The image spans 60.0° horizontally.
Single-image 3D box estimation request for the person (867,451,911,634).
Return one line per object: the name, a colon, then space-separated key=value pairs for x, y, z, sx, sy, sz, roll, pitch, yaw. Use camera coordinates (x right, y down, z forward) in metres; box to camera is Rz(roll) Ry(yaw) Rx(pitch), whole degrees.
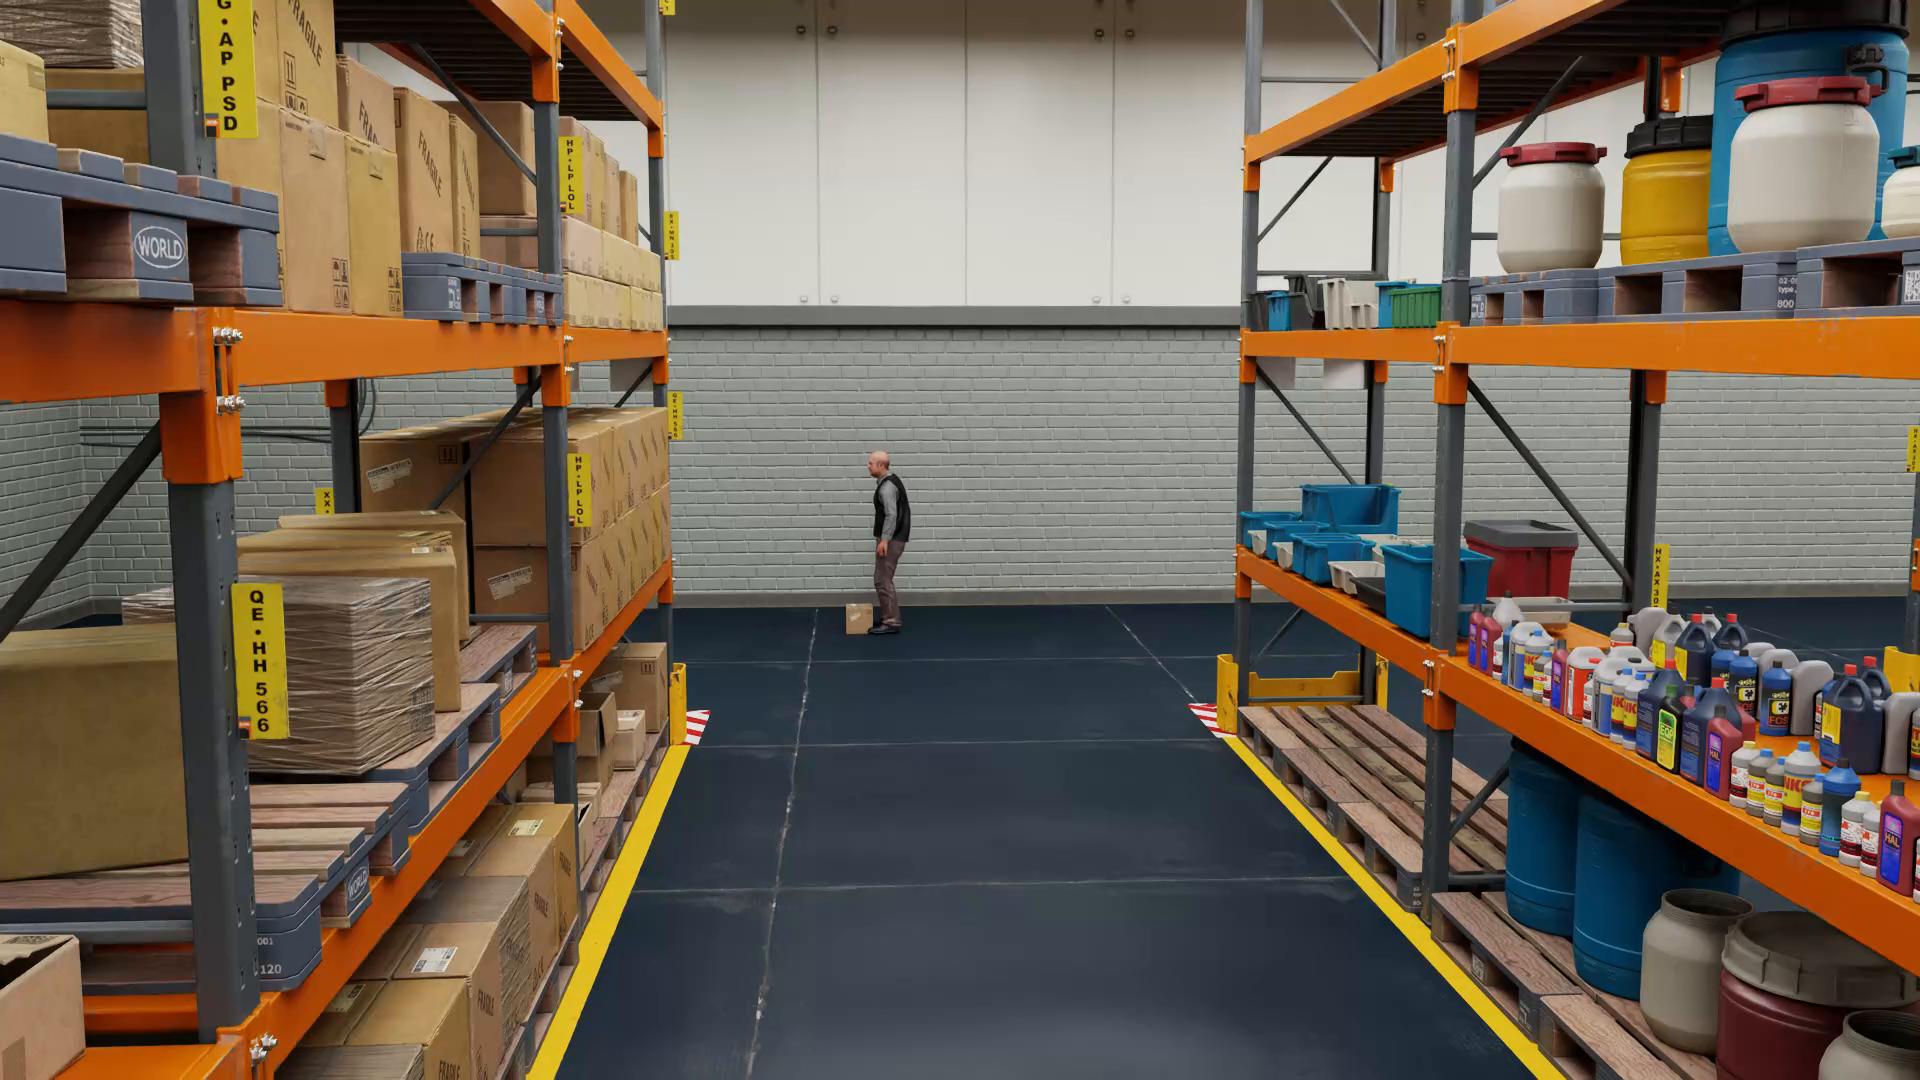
person: x=-0.676 y=0.013 z=15.735 sx=0.421 sy=1.720 sz=0.580 roll=0 pitch=7 yaw=-3
